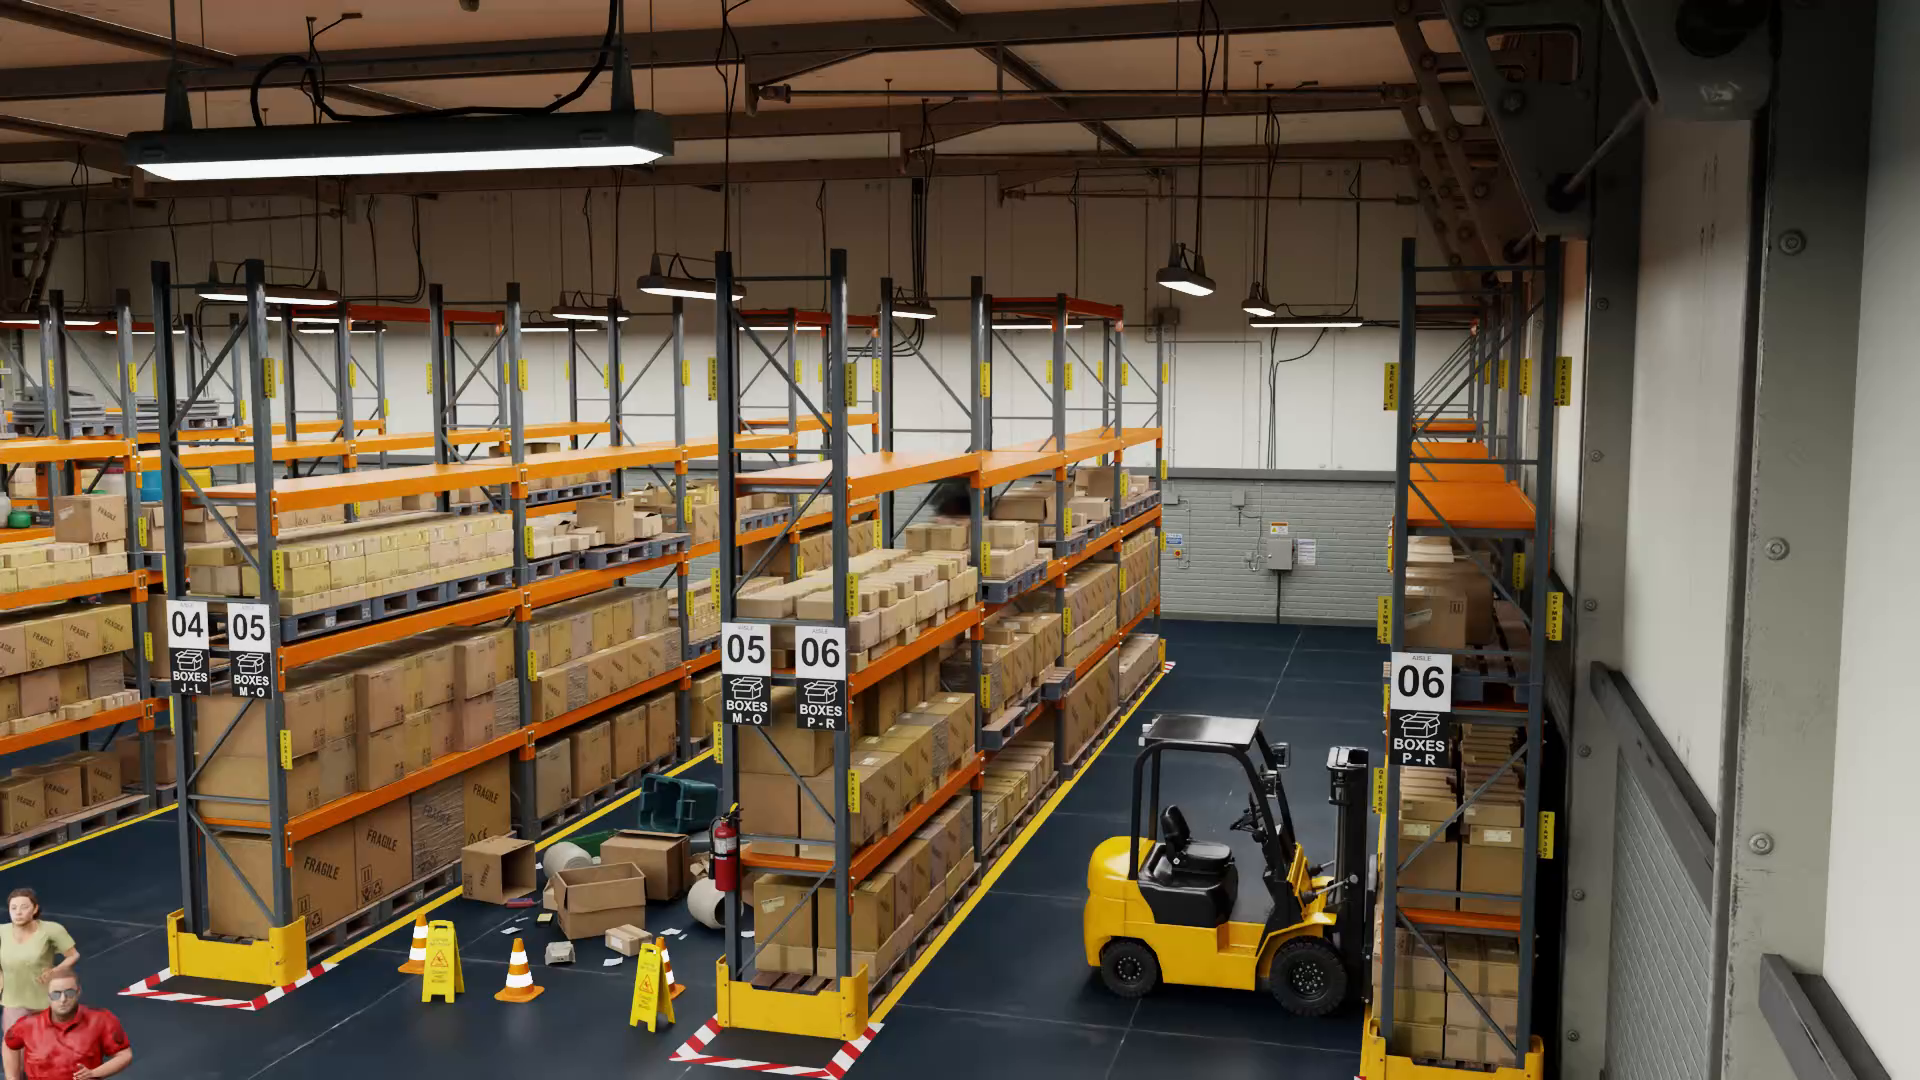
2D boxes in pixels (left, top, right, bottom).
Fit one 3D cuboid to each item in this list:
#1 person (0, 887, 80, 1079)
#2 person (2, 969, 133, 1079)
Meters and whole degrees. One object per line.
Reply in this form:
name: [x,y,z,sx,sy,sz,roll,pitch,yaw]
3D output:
person: [-6.237,3.155,11.228,0.567,1.711,0.735,-3,7,-23]
person: [-5.066,3.287,9.478,0.652,1.742,0.934,-3,7,-29]
